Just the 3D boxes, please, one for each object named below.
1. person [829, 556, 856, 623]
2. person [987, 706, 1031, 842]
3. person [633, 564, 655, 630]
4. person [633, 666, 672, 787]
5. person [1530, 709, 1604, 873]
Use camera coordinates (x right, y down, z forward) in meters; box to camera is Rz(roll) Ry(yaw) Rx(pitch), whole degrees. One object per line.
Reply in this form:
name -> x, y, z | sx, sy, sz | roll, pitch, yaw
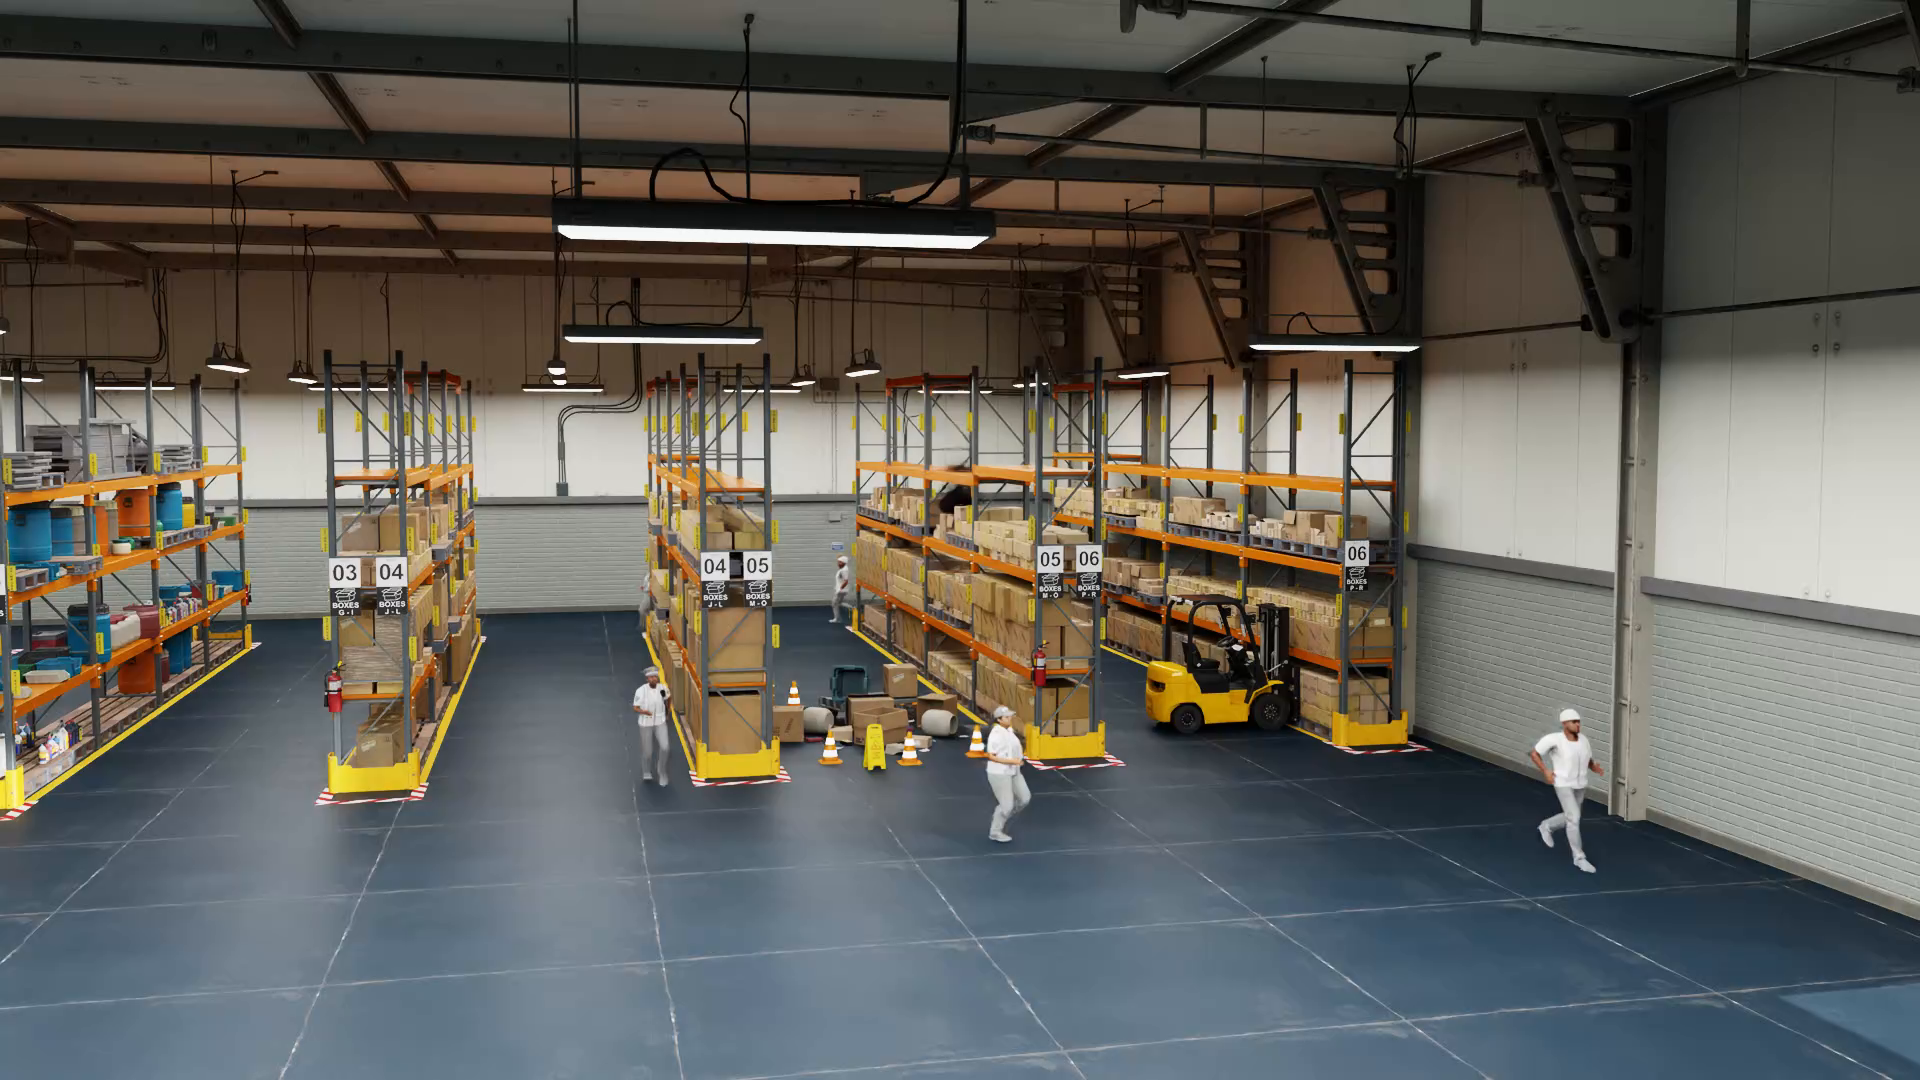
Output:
person -> -2.944, 1.250, 41.645 | 0.686, 1.711, 0.730 | 0, 4, -3
person -> 0.595, 2.799, 19.913 | 0.540, 1.623, 0.595 | 2, 5, 30
person -> -7.591, 1.359, 40.535 | 0.828, 1.739, 0.803 | 0, 4, 0
person -> -4.244, 2.567, 23.047 | 0.588, 1.684, 0.771 | -2, 4, -21
person -> 6.919, 2.802, 18.932 | 0.700, 1.773, 0.968 | -2, 4, -23
